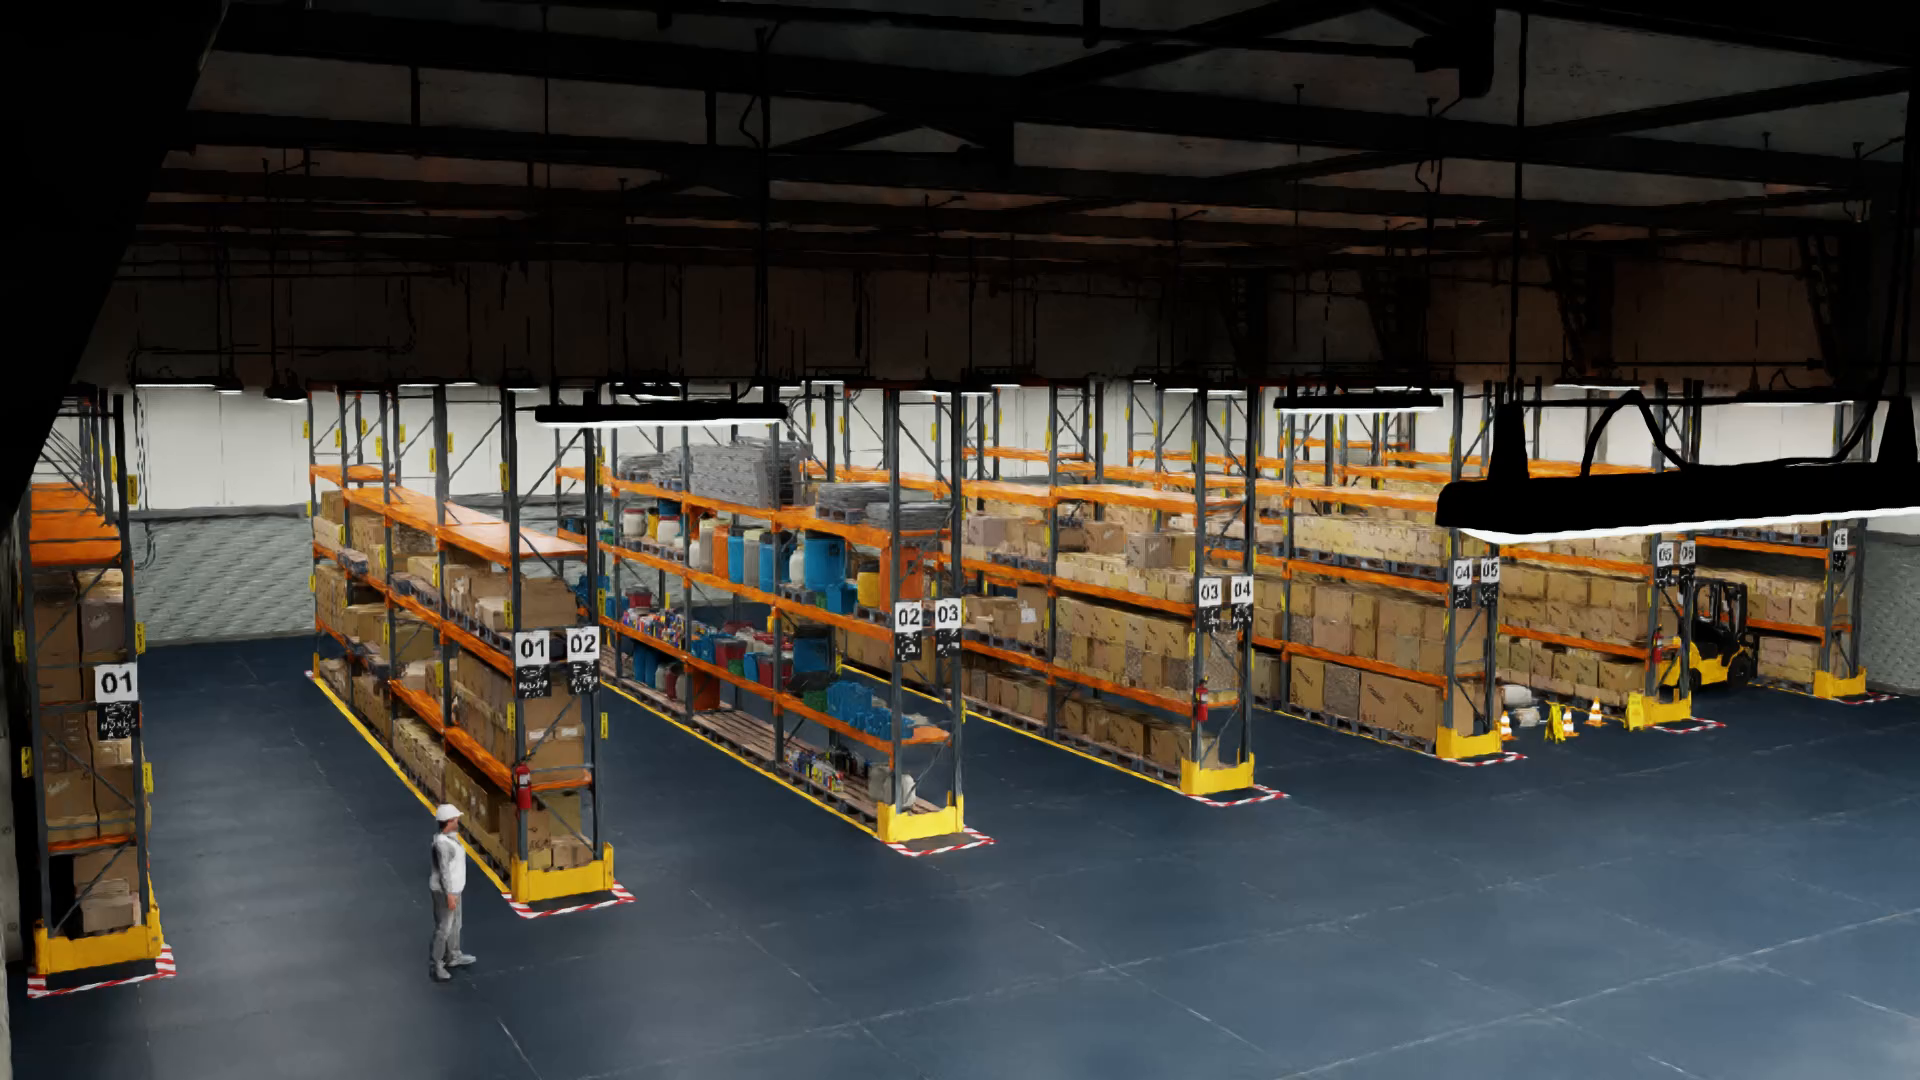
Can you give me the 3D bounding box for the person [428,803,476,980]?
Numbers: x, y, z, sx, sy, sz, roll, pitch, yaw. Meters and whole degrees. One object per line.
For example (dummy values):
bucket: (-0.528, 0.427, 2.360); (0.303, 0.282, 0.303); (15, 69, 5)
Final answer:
person: (-5.300, 3.604, 17.245); (0.430, 1.777, 0.609); (-1, 6, -9)
